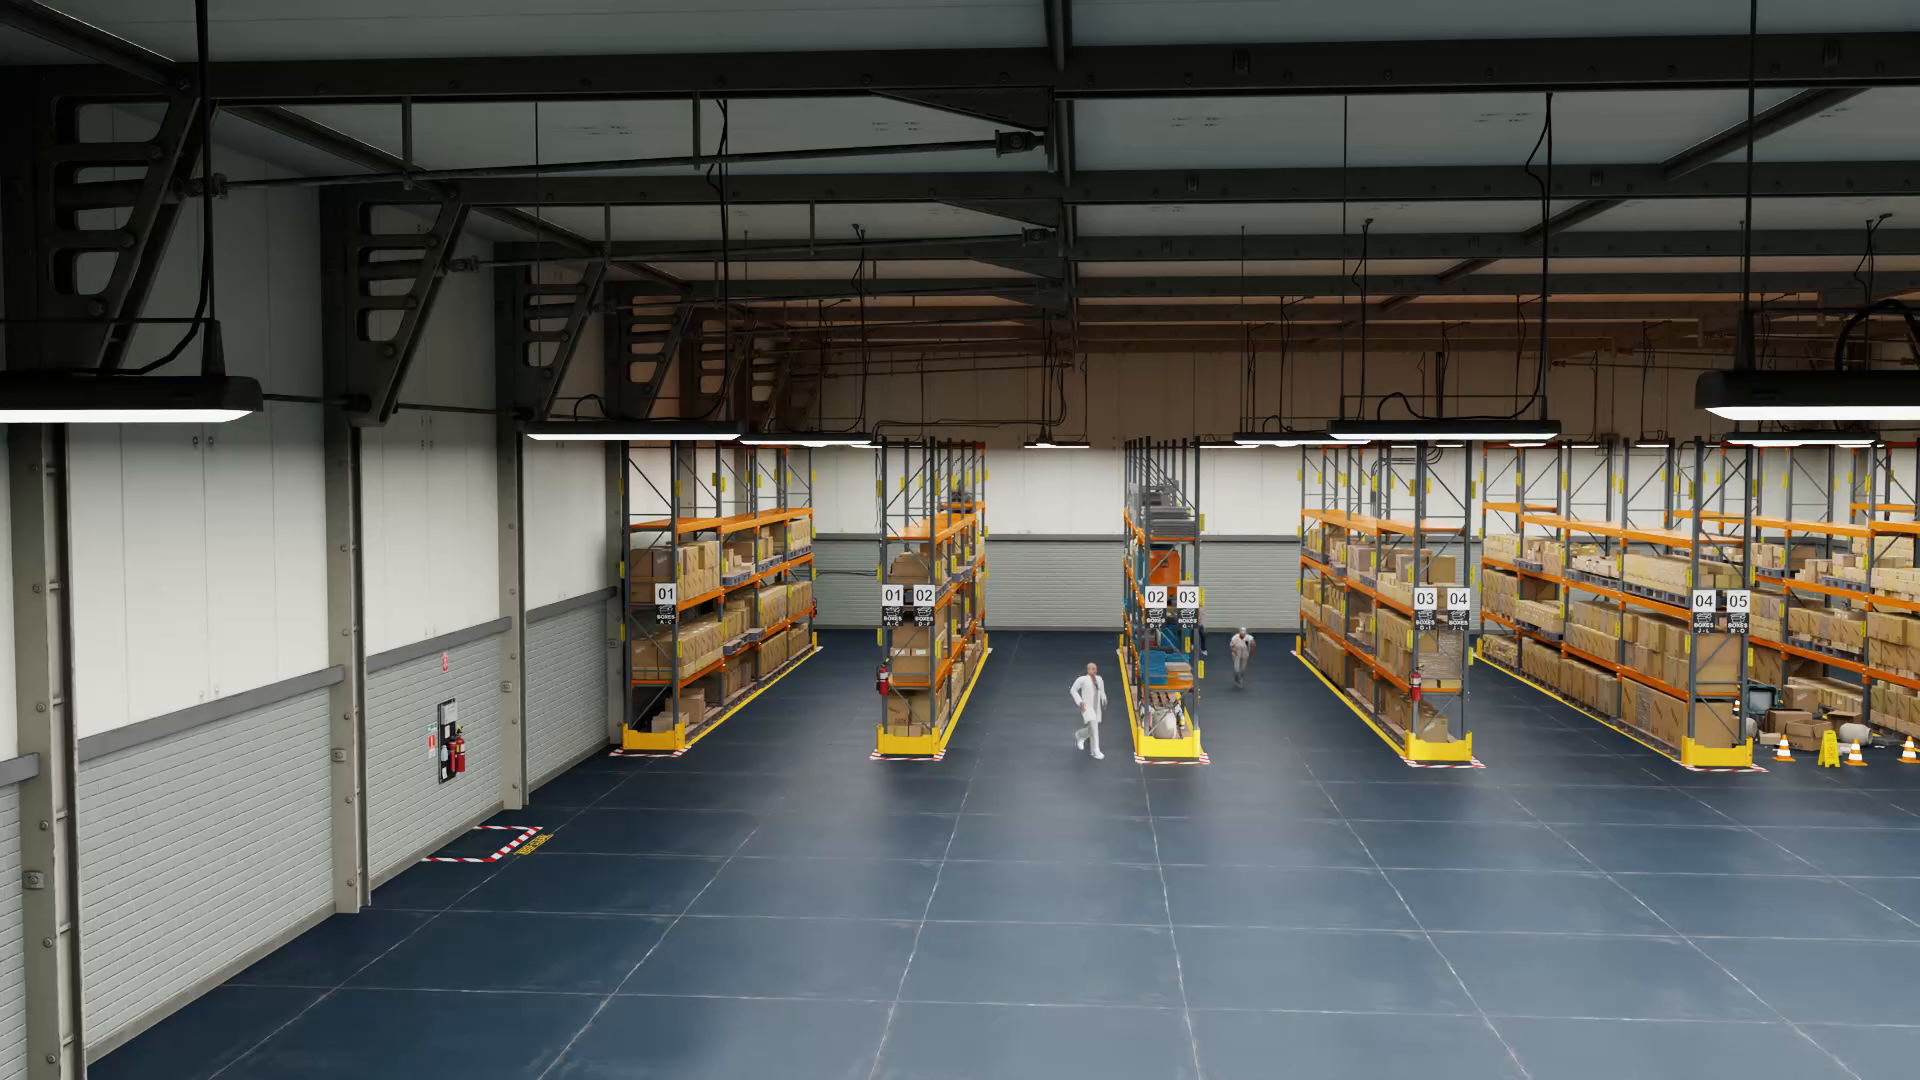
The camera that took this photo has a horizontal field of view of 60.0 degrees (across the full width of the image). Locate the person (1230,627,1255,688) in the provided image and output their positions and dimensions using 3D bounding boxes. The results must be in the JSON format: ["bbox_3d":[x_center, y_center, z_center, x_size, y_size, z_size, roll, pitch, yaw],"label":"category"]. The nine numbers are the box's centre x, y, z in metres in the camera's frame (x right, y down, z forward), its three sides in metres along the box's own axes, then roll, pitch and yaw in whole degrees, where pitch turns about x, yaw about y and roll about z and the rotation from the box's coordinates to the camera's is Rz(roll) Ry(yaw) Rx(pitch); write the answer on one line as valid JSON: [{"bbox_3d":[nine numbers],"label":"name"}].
[{"bbox_3d":[6.834,2.833,40.225,0.628,1.523,0.833,0,3,2],"label":"person"}]

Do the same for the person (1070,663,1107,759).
[{"bbox_3d":[2.415,3.181,31.284,0.695,1.771,0.929,-2,4,-35],"label":"person"}]

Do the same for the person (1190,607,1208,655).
[{"bbox_3d":[6.651,2.442,46.967,0.580,1.570,0.784,-1,3,-20],"label":"person"}]
